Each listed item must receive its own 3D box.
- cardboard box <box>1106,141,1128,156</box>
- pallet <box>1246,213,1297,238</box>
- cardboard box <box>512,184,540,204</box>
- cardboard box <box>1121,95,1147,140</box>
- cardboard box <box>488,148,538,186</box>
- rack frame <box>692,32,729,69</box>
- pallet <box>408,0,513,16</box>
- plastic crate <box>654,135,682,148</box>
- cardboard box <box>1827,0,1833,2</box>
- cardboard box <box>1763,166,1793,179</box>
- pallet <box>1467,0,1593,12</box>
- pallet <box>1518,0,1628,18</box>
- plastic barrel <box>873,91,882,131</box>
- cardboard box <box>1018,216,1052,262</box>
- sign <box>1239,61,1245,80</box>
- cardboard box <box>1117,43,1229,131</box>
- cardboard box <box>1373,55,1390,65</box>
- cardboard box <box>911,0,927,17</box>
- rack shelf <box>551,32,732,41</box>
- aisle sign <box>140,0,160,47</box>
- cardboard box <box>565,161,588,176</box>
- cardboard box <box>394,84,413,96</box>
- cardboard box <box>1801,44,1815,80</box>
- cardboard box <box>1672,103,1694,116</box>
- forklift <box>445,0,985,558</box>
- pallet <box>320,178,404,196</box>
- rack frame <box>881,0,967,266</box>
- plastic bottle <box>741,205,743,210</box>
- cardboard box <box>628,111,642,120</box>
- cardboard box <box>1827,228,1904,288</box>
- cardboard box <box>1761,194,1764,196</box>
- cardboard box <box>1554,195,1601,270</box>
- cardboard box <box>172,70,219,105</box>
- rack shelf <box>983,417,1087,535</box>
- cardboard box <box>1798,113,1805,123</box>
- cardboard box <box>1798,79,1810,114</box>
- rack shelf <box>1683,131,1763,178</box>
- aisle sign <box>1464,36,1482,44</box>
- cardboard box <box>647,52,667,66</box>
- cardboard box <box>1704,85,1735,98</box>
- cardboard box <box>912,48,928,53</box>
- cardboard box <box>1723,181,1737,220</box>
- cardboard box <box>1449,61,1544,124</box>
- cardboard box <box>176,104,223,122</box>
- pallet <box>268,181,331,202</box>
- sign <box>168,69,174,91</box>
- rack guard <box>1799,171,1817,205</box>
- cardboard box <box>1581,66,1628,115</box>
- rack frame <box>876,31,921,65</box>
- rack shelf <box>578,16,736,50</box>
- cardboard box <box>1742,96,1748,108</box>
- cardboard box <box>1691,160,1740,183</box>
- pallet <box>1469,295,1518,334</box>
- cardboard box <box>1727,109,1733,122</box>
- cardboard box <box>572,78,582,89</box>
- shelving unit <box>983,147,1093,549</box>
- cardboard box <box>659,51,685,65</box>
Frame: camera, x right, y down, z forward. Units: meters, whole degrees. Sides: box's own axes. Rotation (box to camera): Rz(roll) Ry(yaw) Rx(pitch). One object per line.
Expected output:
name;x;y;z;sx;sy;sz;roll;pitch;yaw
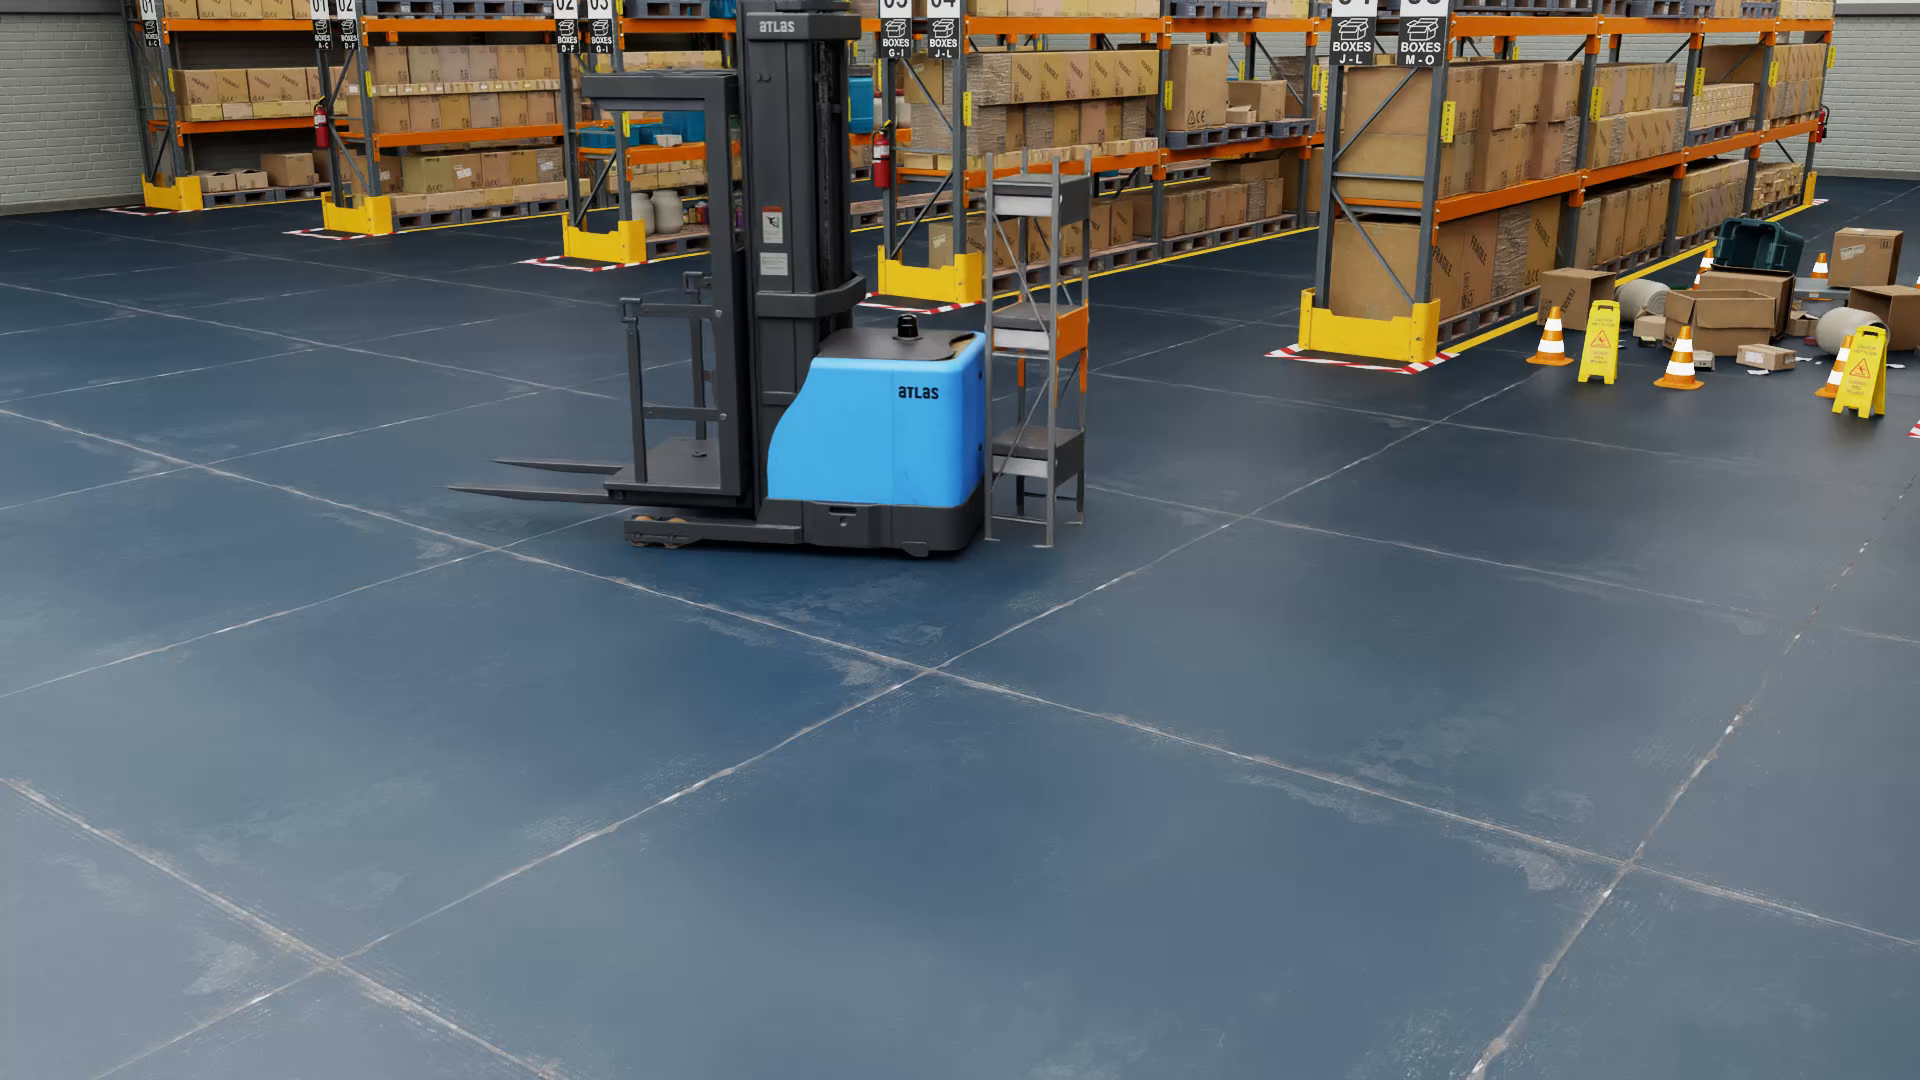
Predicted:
cardboard box;1.711;-4.518;19.159;0.380;0.149;0.250;12;21;35
pallet;3.933;-4.362;22.936;1.003;0.211;1.213;12;21;35
cardboard box;-6.630;-5.178;24.788;0.500;0.250;0.500;12;21;35
cardboard box;1.698;-5.021;19.684;0.875;0.500;0.500;12;21;35
cardboard box;-6.641;-5.538;24.684;0.500;0.500;0.500;12;21;35
rack frame;-5.152;-9.459;34.644;1.000;3.000;0.127;12;21;35
pallet;-7.152;-7.572;23.660;1.003;0.211;1.213;12;21;35
plastic crate;-3.554;-4.880;20.346;0.298;0.136;0.250;12;21;35
cardboard box;13.019;-8.330;25.362;0.500;0.250;0.500;12;21;33
cardboard box;12.409;-5.579;25.247;0.380;0.149;0.250;13;22;37
pallet;5.443;-5.224;16.100;1.003;0.211;1.213;12;21;35
pallet;6.446;-5.595;17.468;0.805;0.209;1.217;11;21;33
plastic barrel;-1.216;-6.057;23.460;0.433;0.535;0.433;0;17;0
cardboard box;0.735;-3.421;18.710;0.500;0.500;0.500;15;23;40
sign;3.952;-6.530;23.262;0.100;0.325;0.005;12;21;35
cardboard box;2.602;-5.579;20.431;1.000;1.000;1.000;13;21;35
cardboard box;5.990;-7.045;25.011;0.797;0.503;0.637;13;21;35
cardboard box;-0.284;-5.495;17.077;0.500;0.250;0.500;13;21;36
rack shelf;-4.746;-8.244;26.888;1.077;0.370;4.000;12;21;35
aisle sign;-12.103;-7.772;24.829;0.394;0.787;0.004;12;21;35
cardboard box;-5.927;-5.981;26.429;0.500;0.311;0.500;12;21;35
cardboard box;-7.759;-6.202;22.896;0.380;0.149;0.250;12;21;33
cardboard box;12.412;-7.153;24.864;0.500;0.500;0.500;14;22;37
cardboard box;8.772;-5.282;20.408;0.380;0.149;0.250;14;22;37
forklift;-1.381;-1.502;9.138;3.031;2.935;1.130;3;18;10
pallet;-10.290;-6.055;28.387;1.003;0.211;1.213;12;21;35
rack frame;-0.367;-3.975;16.985;1.000;3.000;0.127;12;21;35
plastic bottle;-2.810;-4.215;21.619;0.097;0.271;0.097;0;17;0
cardboard box;-5.246;-6.734;26.293;0.380;0.149;0.250;12;21;35
cardboard box;8.527;-2.651;15.662;0.500;0.500;0.500;12;21;35
cardboard box;11.557;-5.002;24.393;0.380;0.149;0.250;12;21;34
cardboard box;6.237;-3.317;17.951;1.050;0.750;0.750;12;21;34
cardboard box;-11.776;-6.957;25.544;0.500;0.500;0.500;12;21;35
rack shelf;0.421;-0.364;9.280;0.431;0.518;0.480;7;19;23
cardboard box;12.673;-6.457;25.404;0.380;0.149;0.250;13;22;36
cardboard box;12.423;-6.678;25.020;0.500;0.500;0.500;13;21;35
rack shelf;9.514;-5.112;21.861;1.077;0.370;4.000;12;21;35
aisle sign;8.968;-9.097;29.097;0.394;0.787;0.004;12;21;35
cardboard box;-6.144;-9.497;32.798;0.500;0.250;0.500;12;21;34
cardboard box;10.003;-5.921;21.965;0.380;0.149;0.250;12;21;33
cardboard box;-0.664;-9.172;31.867;0.500;0.500;0.500;13;22;36
cardboard box;10.161;-4.596;22.493;0.500;0.500;0.500;12;21;33
cardboard box;5.025;-4.276;15.883;0.875;0.550;0.550;12;21;35
cardboard box;-11.756;-6.598;25.653;0.500;0.250;0.500;12;21;33
pallet;-11.016;-5.763;27.447;1.003;0.211;1.213;12;21;35
sign;-11.866;-6.918;25.004;0.100;0.325;0.005;12;21;35
rack guard;13.044;-5.673;26.669;1.175;0.500;0.348;12;21;35
cardboard box;6.837;-4.914;18.157;0.700;0.500;0.500;13;21;35
rack frame;-1.171;-8.584;31.828;1.000;3.000;0.127;12;21;35
rack shelf;-3.153;-6.415;20.999;1.077;0.370;4.000;12;21;35
cardboard box;10.471;-5.962;22.599;0.380;0.149;0.250;13;21;35
cardboard box;10.148;-4.955;22.384;0.500;0.250;0.500;14;22;37
pallet;4.697;-2.236;16.088;1.003;0.211;1.213;12;21;35
cardboard box;10.013;-5.635;22.048;0.380;0.149;0.250;11;21;32
cardboard box;-5.928;-6.934;25.251;0.380;0.149;0.250;12;21;35
shelving unit;0.421;-1.045;9.069;0.431;2.100;0.503;7;19;23
cardboard box;-5.841;-9.618;33.189;0.500;0.250;0.500;13;21;36
